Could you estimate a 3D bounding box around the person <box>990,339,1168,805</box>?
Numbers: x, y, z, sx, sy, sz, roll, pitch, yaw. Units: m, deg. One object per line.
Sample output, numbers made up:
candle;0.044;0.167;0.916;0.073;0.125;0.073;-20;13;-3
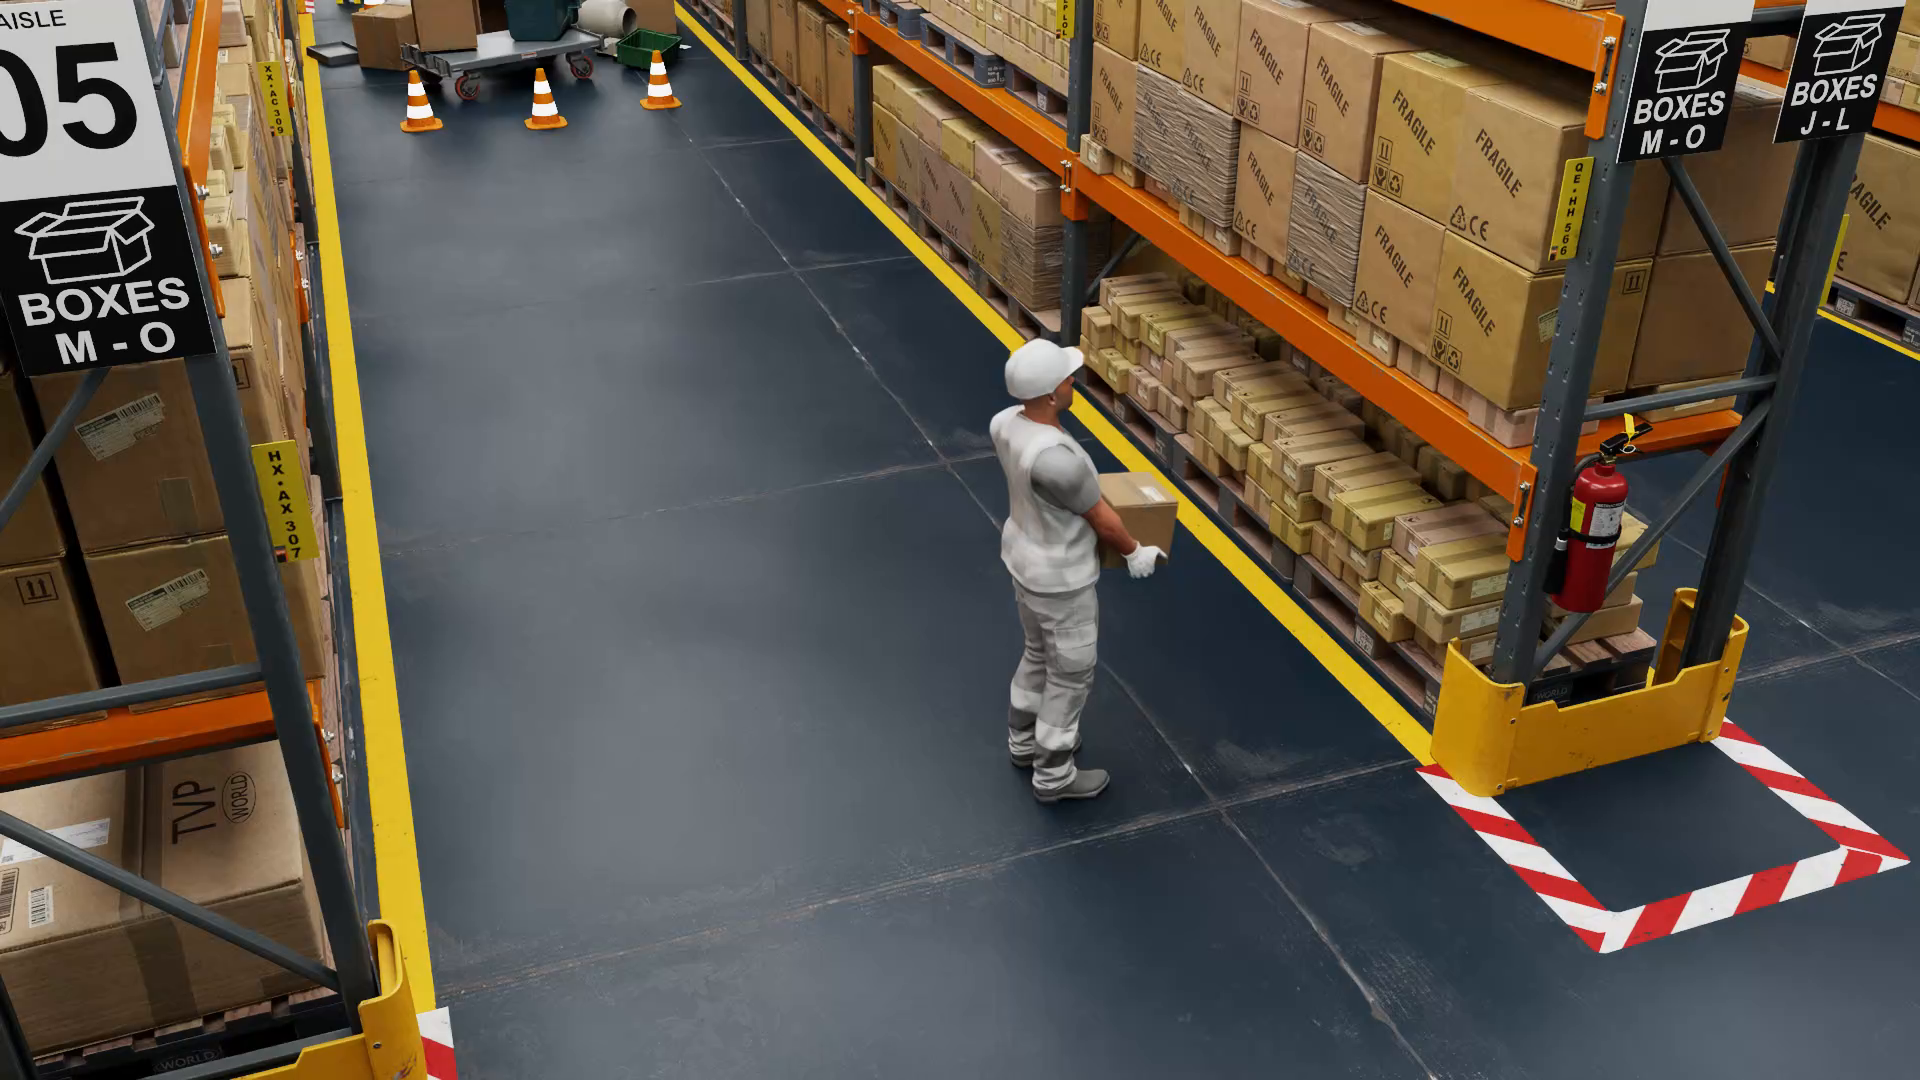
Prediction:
person;0.417;0.097;5.939;0.561;1.782;0.493;-10;31;-17
